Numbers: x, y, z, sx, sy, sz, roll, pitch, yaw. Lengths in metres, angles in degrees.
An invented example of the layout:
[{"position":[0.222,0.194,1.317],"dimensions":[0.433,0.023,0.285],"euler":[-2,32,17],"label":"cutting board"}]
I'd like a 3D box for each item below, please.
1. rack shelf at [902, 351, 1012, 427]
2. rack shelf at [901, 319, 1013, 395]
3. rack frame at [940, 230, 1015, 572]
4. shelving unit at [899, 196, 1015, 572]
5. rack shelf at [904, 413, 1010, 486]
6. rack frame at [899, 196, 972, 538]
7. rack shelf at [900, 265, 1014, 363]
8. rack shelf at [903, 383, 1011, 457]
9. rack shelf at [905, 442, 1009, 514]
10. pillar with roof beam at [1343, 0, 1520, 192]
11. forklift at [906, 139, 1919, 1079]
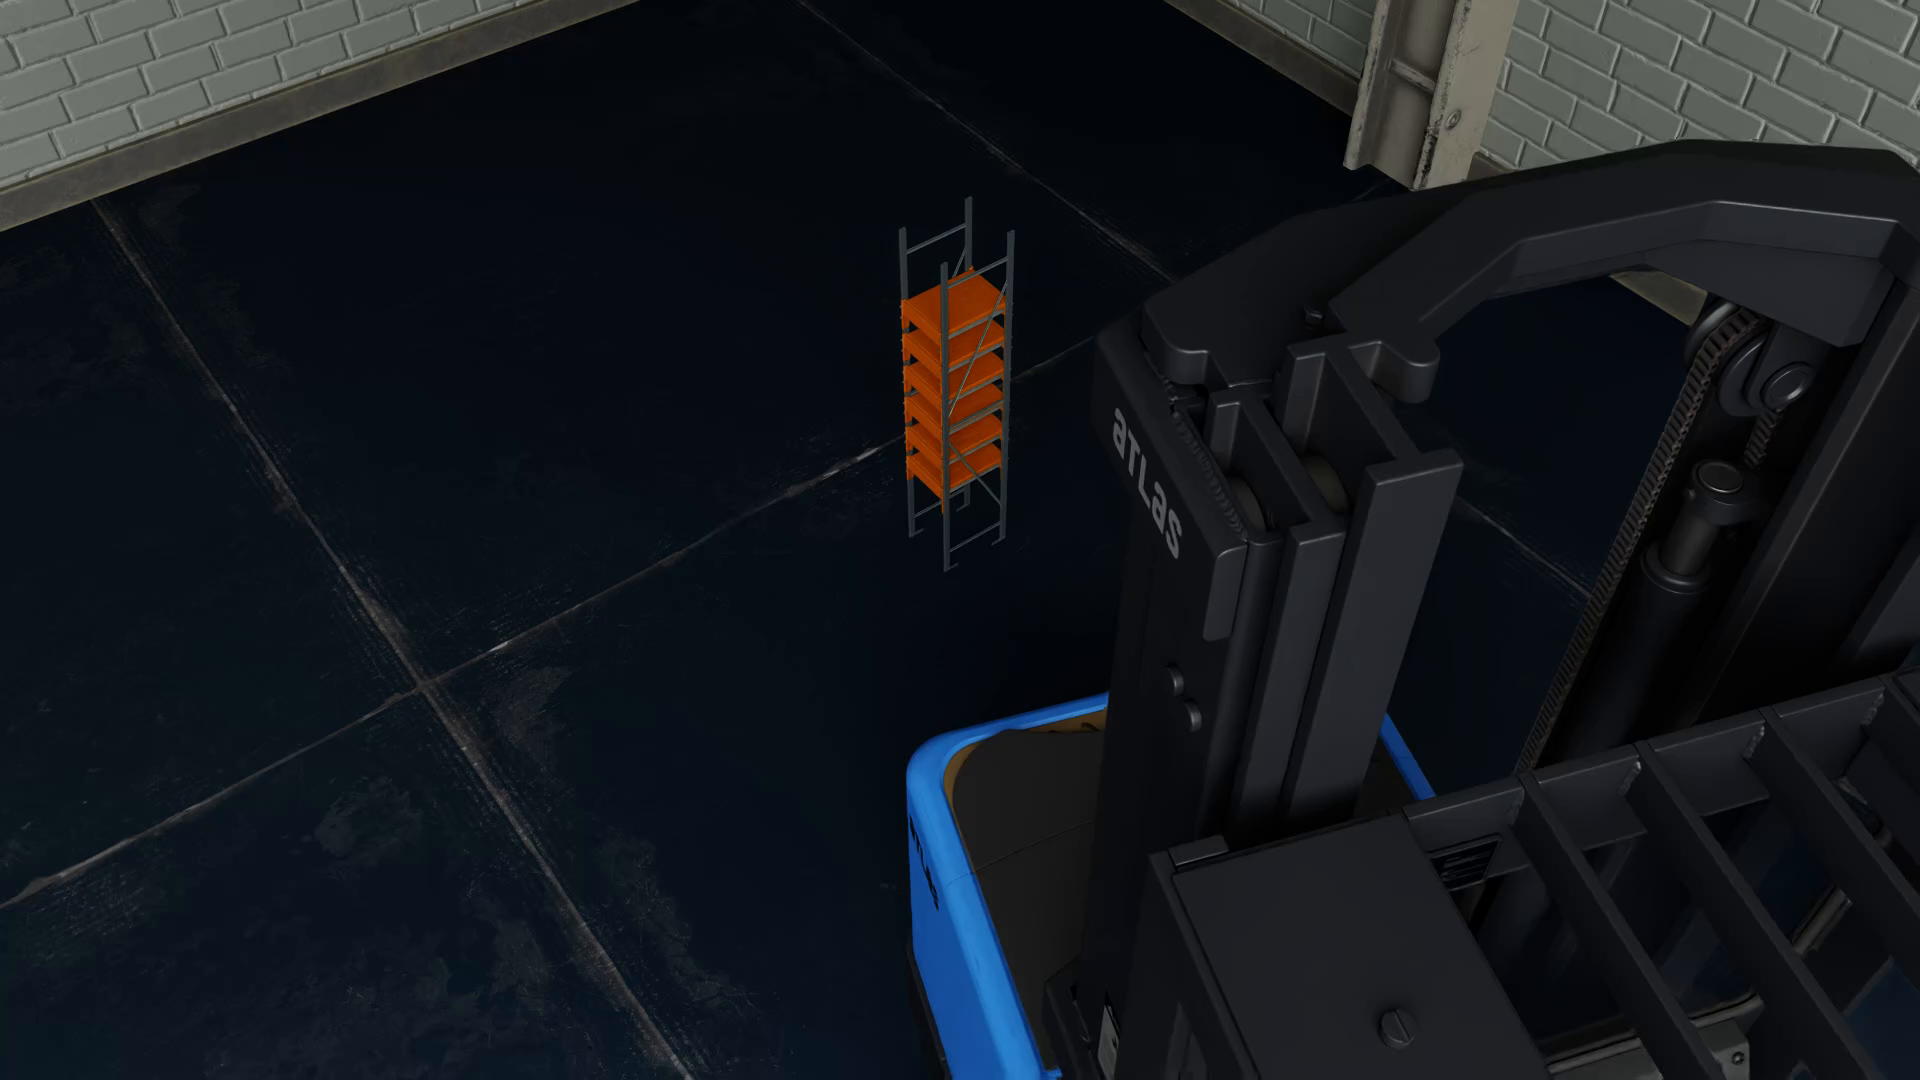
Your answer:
[{"position":[-0.009,-0.462,4.757],"dimensions":[0.258,0.103,0.180],"euler":[-29,54,-24],"label":"rack shelf"},{"position":[-0.009,-0.543,4.668],"dimensions":[0.258,0.103,0.180],"euler":[-29,54,-24],"label":"rack shelf"},{"position":[0.047,-0.358,4.764],"dimensions":[0.240,1.200,0.006],"euler":[-29,54,-24],"label":"rack frame"},{"position":[-0.009,-0.412,4.813],"dimensions":[0.258,1.200,0.189],"euler":[-29,54,-24],"label":"shelving unit"},{"position":[-0.009,-0.301,4.935],"dimensions":[0.258,0.103,0.180],"euler":[-29,54,-24],"label":"rack shelf"},{"position":[-0.064,-0.465,4.862],"dimensions":[0.240,1.200,0.006],"euler":[-29,54,-24],"label":"rack frame"},{"position":[-0.009,-0.623,4.579],"dimensions":[0.258,0.103,0.180],"euler":[-29,54,-24],"label":"rack shelf"},{"position":[-0.009,-0.382,4.846],"dimensions":[0.258,0.103,0.180],"euler":[-29,54,-24],"label":"rack shelf"},{"position":[-0.009,-0.220,5.024],"dimensions":[0.258,0.103,0.180],"euler":[-29,54,-24],"label":"rack shelf"},{"position":[-1.668,-2.537,1.476],"dimensions":[9.100,9.000,0.400],"euler":[-29,54,-24],"label":"pillar with roof beam"},{"position":[0.790,1.093,2.280],"dimensions":[1.130,2.935,3.031],"euler":[-13,49,-11],"label":"forklift"}]
